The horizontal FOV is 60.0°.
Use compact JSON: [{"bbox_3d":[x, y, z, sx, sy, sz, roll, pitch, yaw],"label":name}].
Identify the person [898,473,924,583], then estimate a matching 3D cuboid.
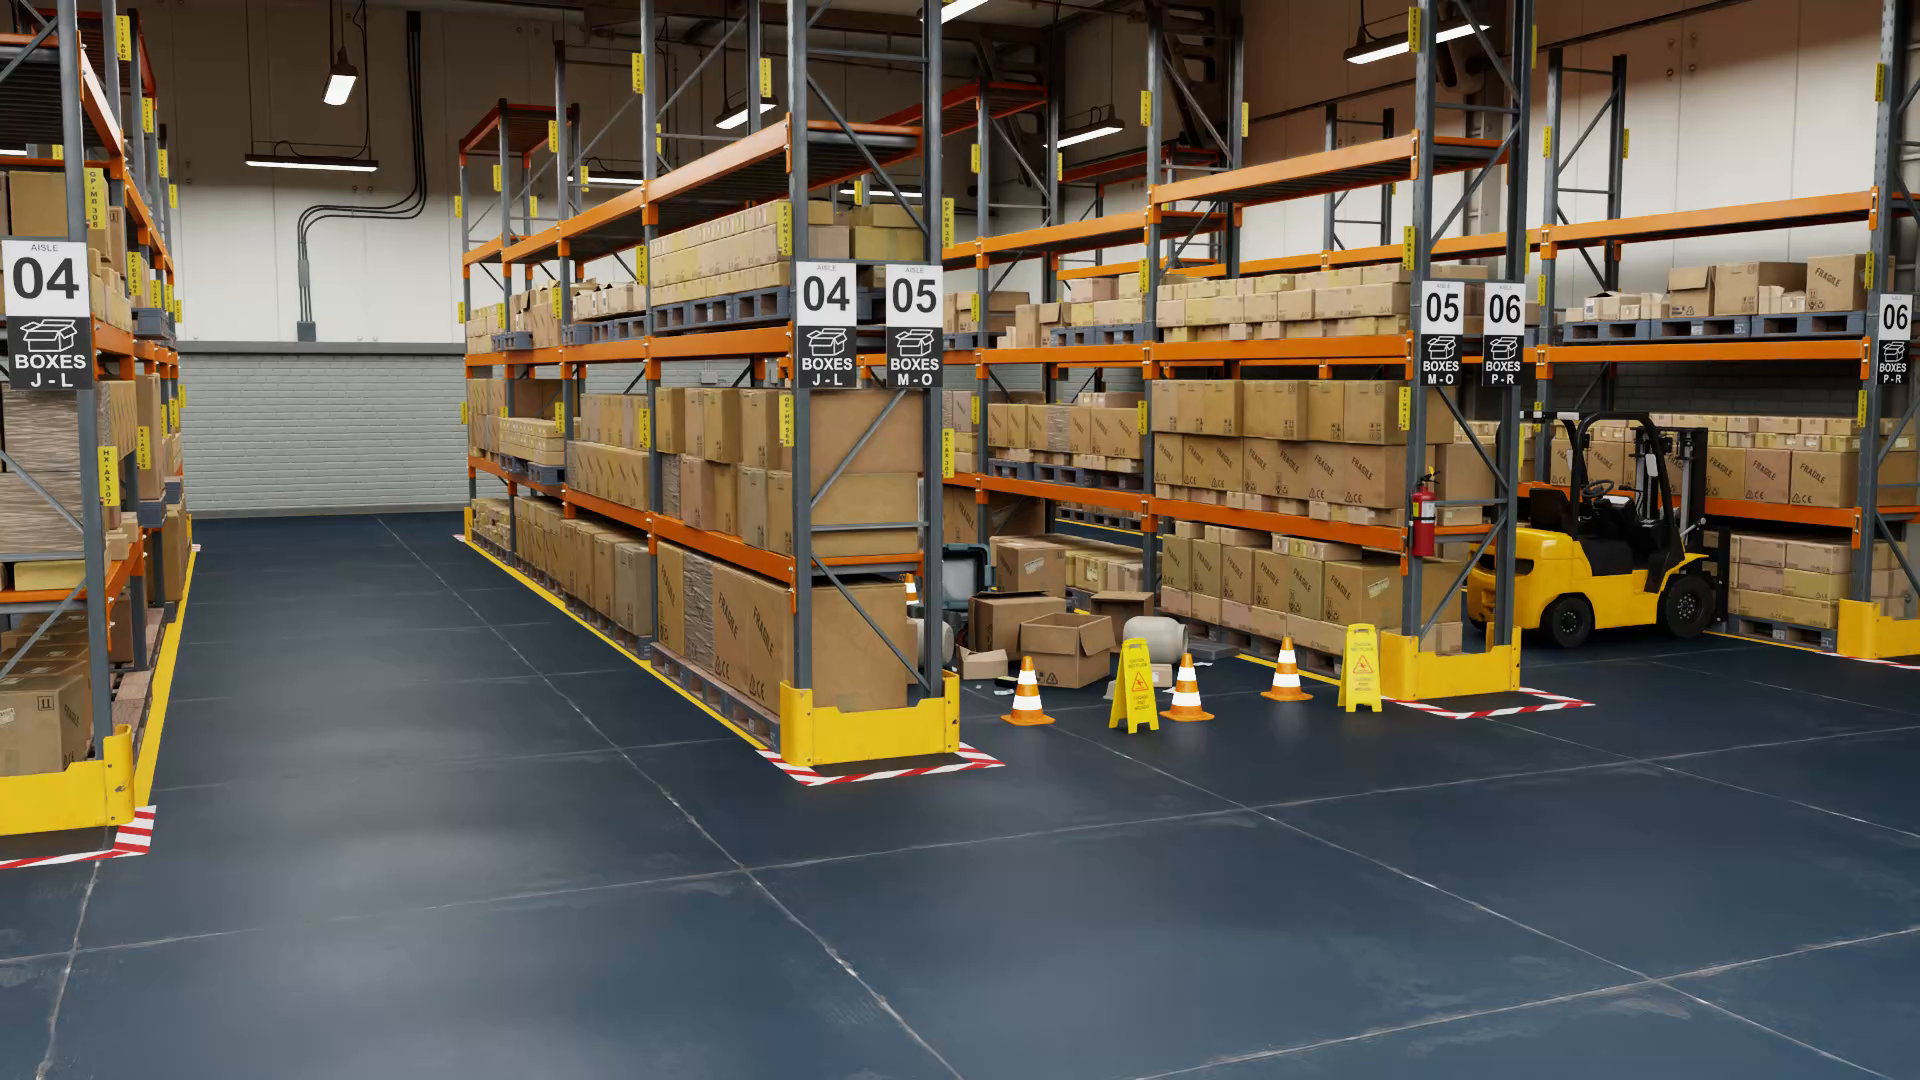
[{"bbox_3d":[-0.461,-0.095,18.129,0.766,1.575,0.426,3,6,28],"label":"person"}]
